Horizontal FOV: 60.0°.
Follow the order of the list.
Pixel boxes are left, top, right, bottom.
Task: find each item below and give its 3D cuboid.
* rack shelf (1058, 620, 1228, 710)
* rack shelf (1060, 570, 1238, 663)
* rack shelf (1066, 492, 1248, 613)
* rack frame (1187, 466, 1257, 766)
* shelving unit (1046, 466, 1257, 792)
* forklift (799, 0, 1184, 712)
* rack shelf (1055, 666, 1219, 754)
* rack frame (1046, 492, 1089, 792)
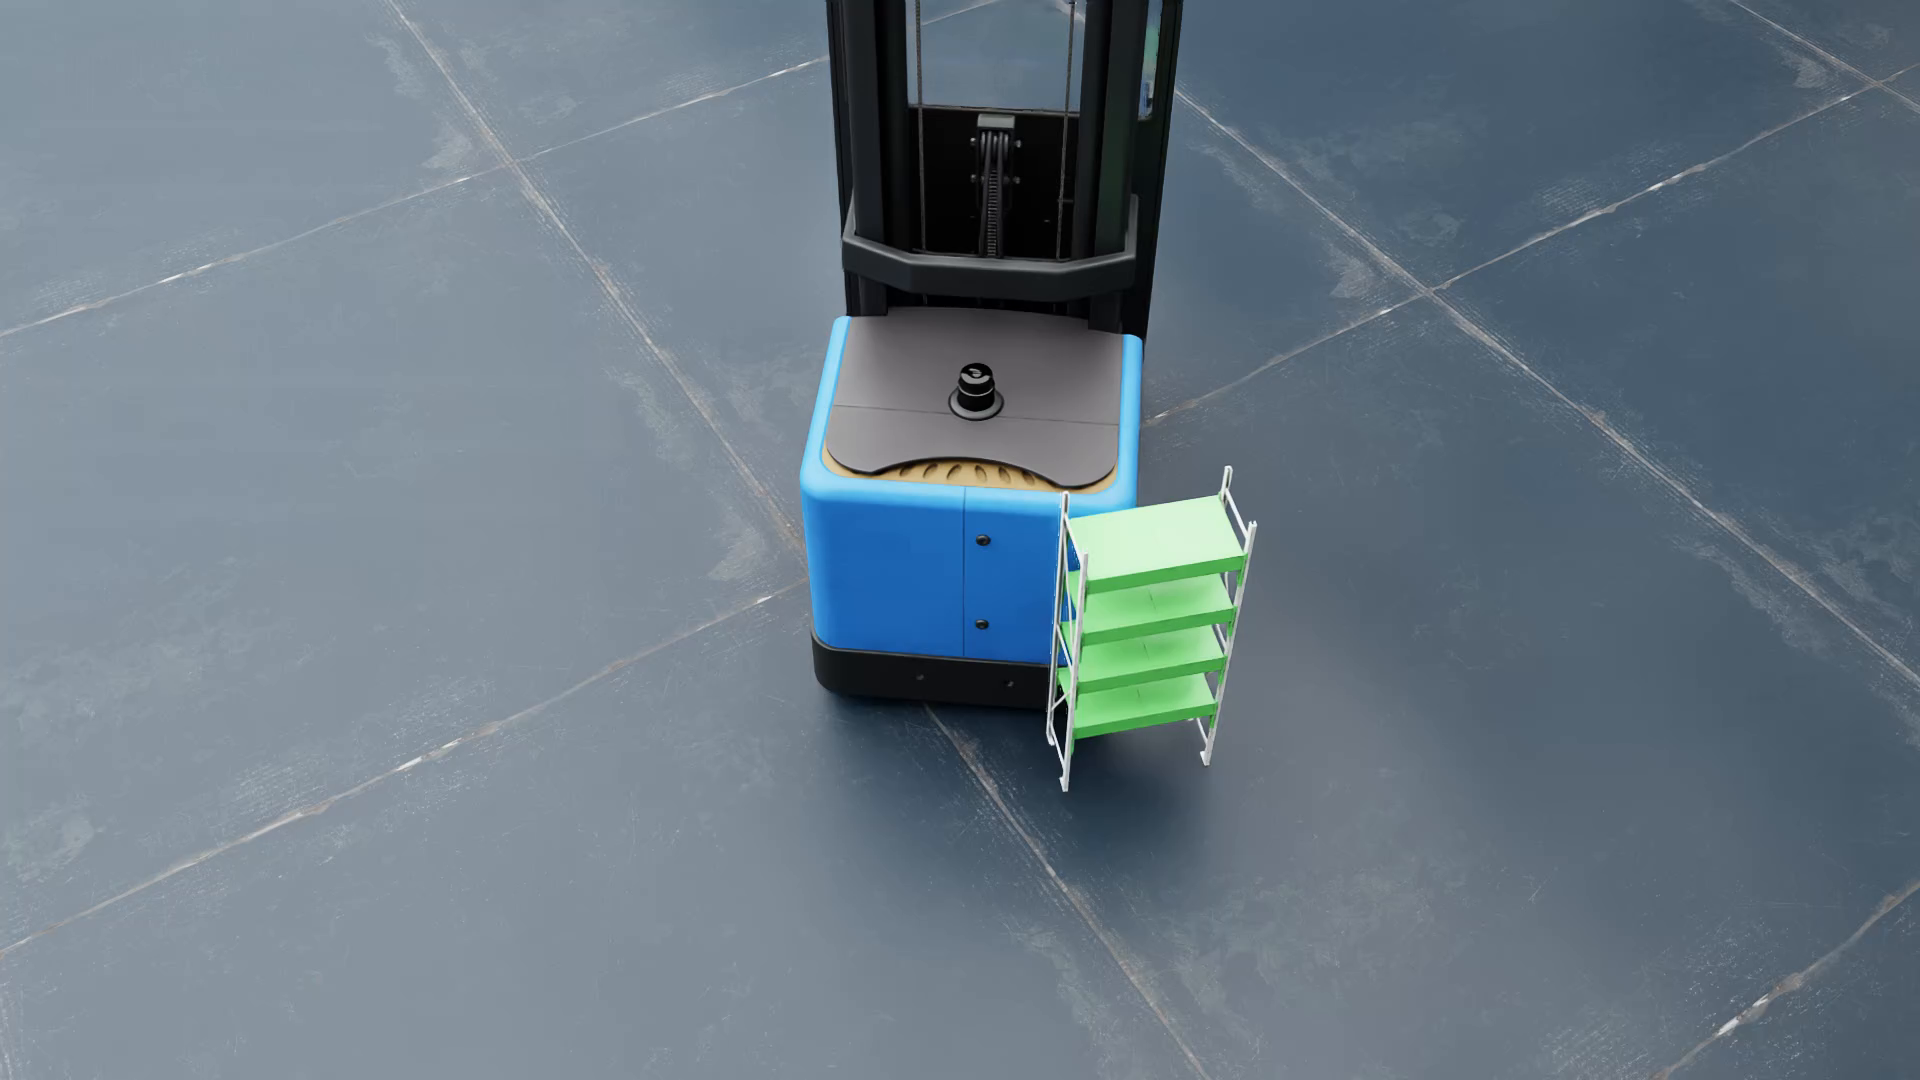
[{"bbox_3d":[0.564,0.352,5.218,0.480,0.148,0.258,-9,49,-8],"label":"rack shelf"},{"bbox_3d":[0.564,0.193,5.039,0.480,0.148,0.258,-9,49,-8],"label":"rack shelf"},{"bbox_3d":[0.565,0.033,4.859,0.480,0.148,0.258,-9,49,-8],"label":"rack shelf"},{"bbox_3d":[0.803,0.271,5.205,0.015,1.200,0.240,-9,49,-8],"label":"rack frame"},{"bbox_3d":[0.564,0.309,5.171,0.503,1.200,0.258,-9,49,-8],"label":"shelving unit"},{"bbox_3d":[0.158,-1.496,5.620,1.130,2.935,3.031,4,48,4],"label":"forklift"},{"bbox_3d":[0.564,0.511,5.398,0.480,0.148,0.258,-9,49,-8],"label":"rack shelf"},{"bbox_3d":[0.326,0.348,5.137,0.015,1.200,0.240,-9,49,-8],"label":"rack frame"}]
